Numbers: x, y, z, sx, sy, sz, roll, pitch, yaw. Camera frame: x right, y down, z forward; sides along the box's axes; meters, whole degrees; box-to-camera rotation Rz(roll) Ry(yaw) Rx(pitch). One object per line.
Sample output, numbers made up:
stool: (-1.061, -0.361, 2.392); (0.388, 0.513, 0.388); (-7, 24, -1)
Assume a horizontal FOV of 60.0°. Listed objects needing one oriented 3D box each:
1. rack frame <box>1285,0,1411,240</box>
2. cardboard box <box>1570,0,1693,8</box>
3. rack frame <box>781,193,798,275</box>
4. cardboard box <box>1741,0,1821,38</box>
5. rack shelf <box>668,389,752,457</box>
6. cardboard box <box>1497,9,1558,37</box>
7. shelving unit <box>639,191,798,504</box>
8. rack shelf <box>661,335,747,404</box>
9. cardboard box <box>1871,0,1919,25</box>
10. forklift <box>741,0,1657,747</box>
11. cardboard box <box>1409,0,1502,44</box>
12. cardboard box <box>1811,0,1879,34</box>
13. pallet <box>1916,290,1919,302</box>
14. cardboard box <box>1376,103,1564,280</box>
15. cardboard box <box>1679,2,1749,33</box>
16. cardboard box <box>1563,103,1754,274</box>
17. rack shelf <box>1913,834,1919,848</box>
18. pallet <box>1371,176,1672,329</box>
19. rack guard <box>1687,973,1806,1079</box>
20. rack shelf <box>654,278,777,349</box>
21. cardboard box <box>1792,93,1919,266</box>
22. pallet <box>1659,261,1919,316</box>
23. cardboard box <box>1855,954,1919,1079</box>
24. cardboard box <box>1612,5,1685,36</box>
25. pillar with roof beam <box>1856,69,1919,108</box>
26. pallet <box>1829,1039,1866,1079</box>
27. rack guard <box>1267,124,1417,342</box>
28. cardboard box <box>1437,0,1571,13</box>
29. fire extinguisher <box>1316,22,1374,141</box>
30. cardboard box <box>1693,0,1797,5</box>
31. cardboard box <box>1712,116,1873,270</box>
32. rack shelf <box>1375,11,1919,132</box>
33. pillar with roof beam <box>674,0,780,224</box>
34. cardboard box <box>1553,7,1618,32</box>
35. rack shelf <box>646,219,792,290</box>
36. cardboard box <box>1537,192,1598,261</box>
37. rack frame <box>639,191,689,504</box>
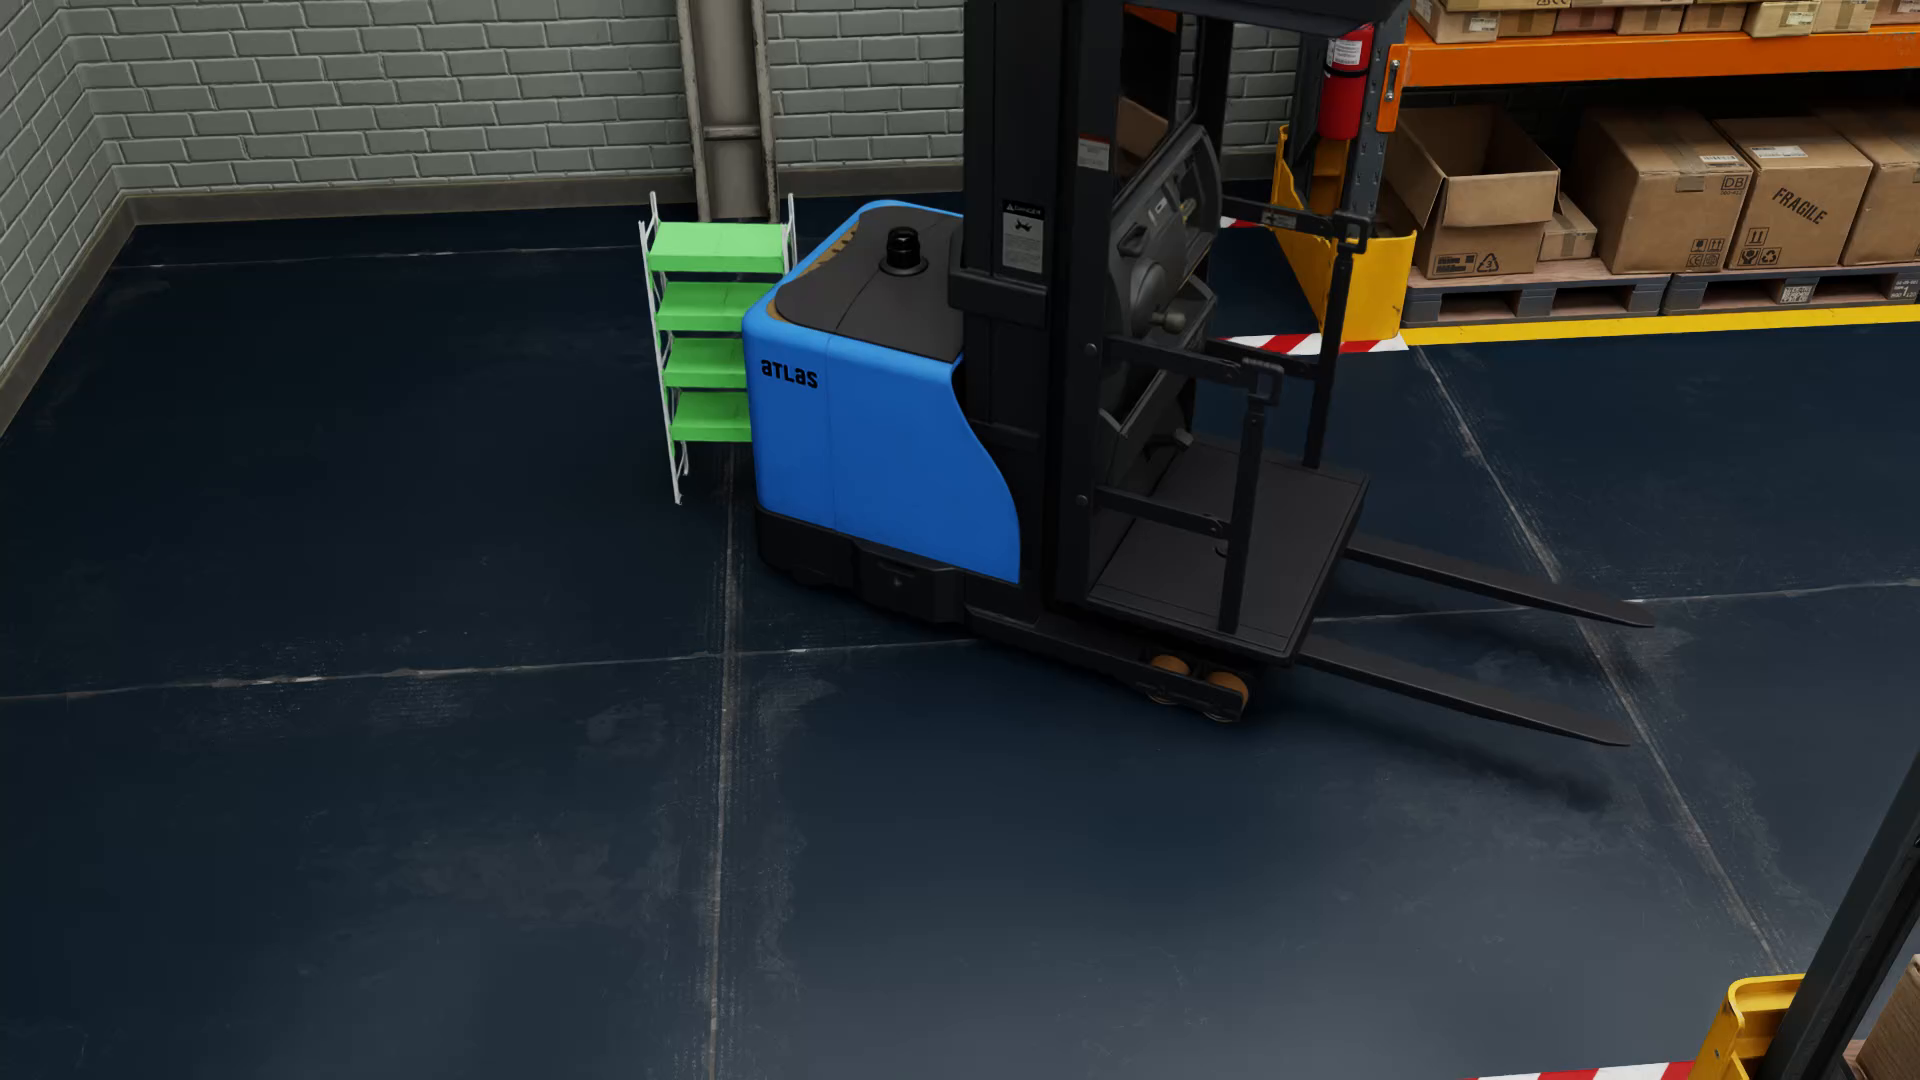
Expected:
rack frame: (1.662, -2.417, 6.892); (0.127, 3.000, 1.000); (-3, 38, -4)
cardboard box: (2.640, -2.362, 6.703); (0.500, 0.250, 0.500); (-3, 38, -3)
rack frame: (-0.600, -0.676, 6.138); (0.015, 1.200, 0.240); (1, 38, 1)
cardboard box: (3.302, -2.208, 6.829); (0.250, 0.149, 0.380); (-4, 38, -5)
rack shelf: (-0.844, -0.442, 6.333); (0.480, 0.148, 0.258); (1, 38, 1)
cardboard box: (2.263, -2.210, 6.832); (0.250, 0.149, 0.380); (-2, 38, -3)
shelving unit: (-0.844, -0.681, 6.144); (0.503, 1.200, 0.258); (1, 38, 1)
rack shelf: (-0.844, -0.631, 6.184); (0.480, 0.148, 0.258); (1, 38, 1)
cardboard box: (3.813, -2.291, 6.935); (0.250, 0.149, 0.380); (-3, 38, -4)
forklift: (0.820, -0.927, 5.059); (3.031, 2.935, 1.130); (16, 41, 19)
cardboard box: (2.014, -2.168, 6.778); (0.250, 0.149, 0.380); (-3, 38, -4)
cardboard box: (3.562, -2.235, 6.863); (0.250, 0.149, 0.380); (-2, 38, -3)
pallet: (4.962, -1.505, 7.987); (1.213, 0.211, 1.003); (-3, 38, -4)
cardboard box: (2.280, -1.577, 7.504); (0.637, 0.503, 0.797); (-5, 39, -6)
cardboard box: (3.043, -2.240, 6.870); (0.250, 0.149, 0.380); (-3, 38, -3)
cardboard box: (3.135, -1.599, 7.534); (0.500, 0.500, 0.700); (-2, 38, -2)
rack shelf: (4.098, 0.818, 3.373); (4.000, 0.370, 1.077); (-3, 38, -4)
pallet: (2.532, -1.371, 7.817); (1.213, 0.211, 1.003); (-3, 38, -4)
rack guard: (2.082, 1.628, 3.784); (0.348, 0.500, 1.175); (-3, 38, -4)
rack shelf: (-0.844, -0.819, 6.035); (0.480, 0.148, 0.258); (1, 38, 1)
cardboard box: (4.169, -1.656, 7.606); (0.500, 0.500, 0.700); (-5, 38, -6)
pallet: (3.744, -1.436, 7.900); (1.213, 0.211, 1.003); (-3, 38, -4)
cardboard box: (2.754, 1.388, 3.799); (0.875, 0.438, 0.875); (-4, 38, -6)
cardboard box: (2.779, -2.222, 6.847); (0.250, 0.149, 0.380); (-2, 38, -3)
pillar with roof beam: (5.254, -2.854, 2.602); (0.400, 9.000, 9.100); (-3, 38, -4)
pallet: (2.895, 1.648, 3.992); (1.213, 0.211, 1.003); (-3, 38, -4)
rack guard: (1.738, -1.440, 7.672); (0.348, 0.500, 1.175); (-3, 38, -4)
cardboard box: (2.138, -2.334, 6.667); (0.500, 0.250, 0.500); (-3, 38, -4)
fire extinguisher: (1.557, -1.947, 6.660); (0.183, 0.674, 0.296); (-3, 38, -4)
cardboard box: (3.145, -2.392, 6.740); (0.500, 0.250, 0.500); (-4, 38, -5)
cardboard box: (3.670, -1.566, 7.492); (0.500, 0.500, 0.500); (-2, 38, -3)
rack shelf: (3.654, -2.245, 7.254); (4.000, 0.370, 1.077); (-3, 38, -4)
pillar with roof beam: (-0.722, -2.525, 2.185); (0.400, 9.000, 9.100); (-3, 38, -4)
cardboard box: (2.522, -2.246, 6.878); (0.250, 0.149, 0.380); (-4, 38, -5)
rack shelf: (-0.844, -1.008, 5.887); (0.480, 0.148, 0.258); (1, 38, 1)
cardboard box: (2.706, -1.437, 7.613); (0.250, 0.149, 0.380); (-5, 39, -6)
rack frame: (-1.088, -0.686, 6.151); (0.015, 1.200, 0.240); (1, 38, 1)
